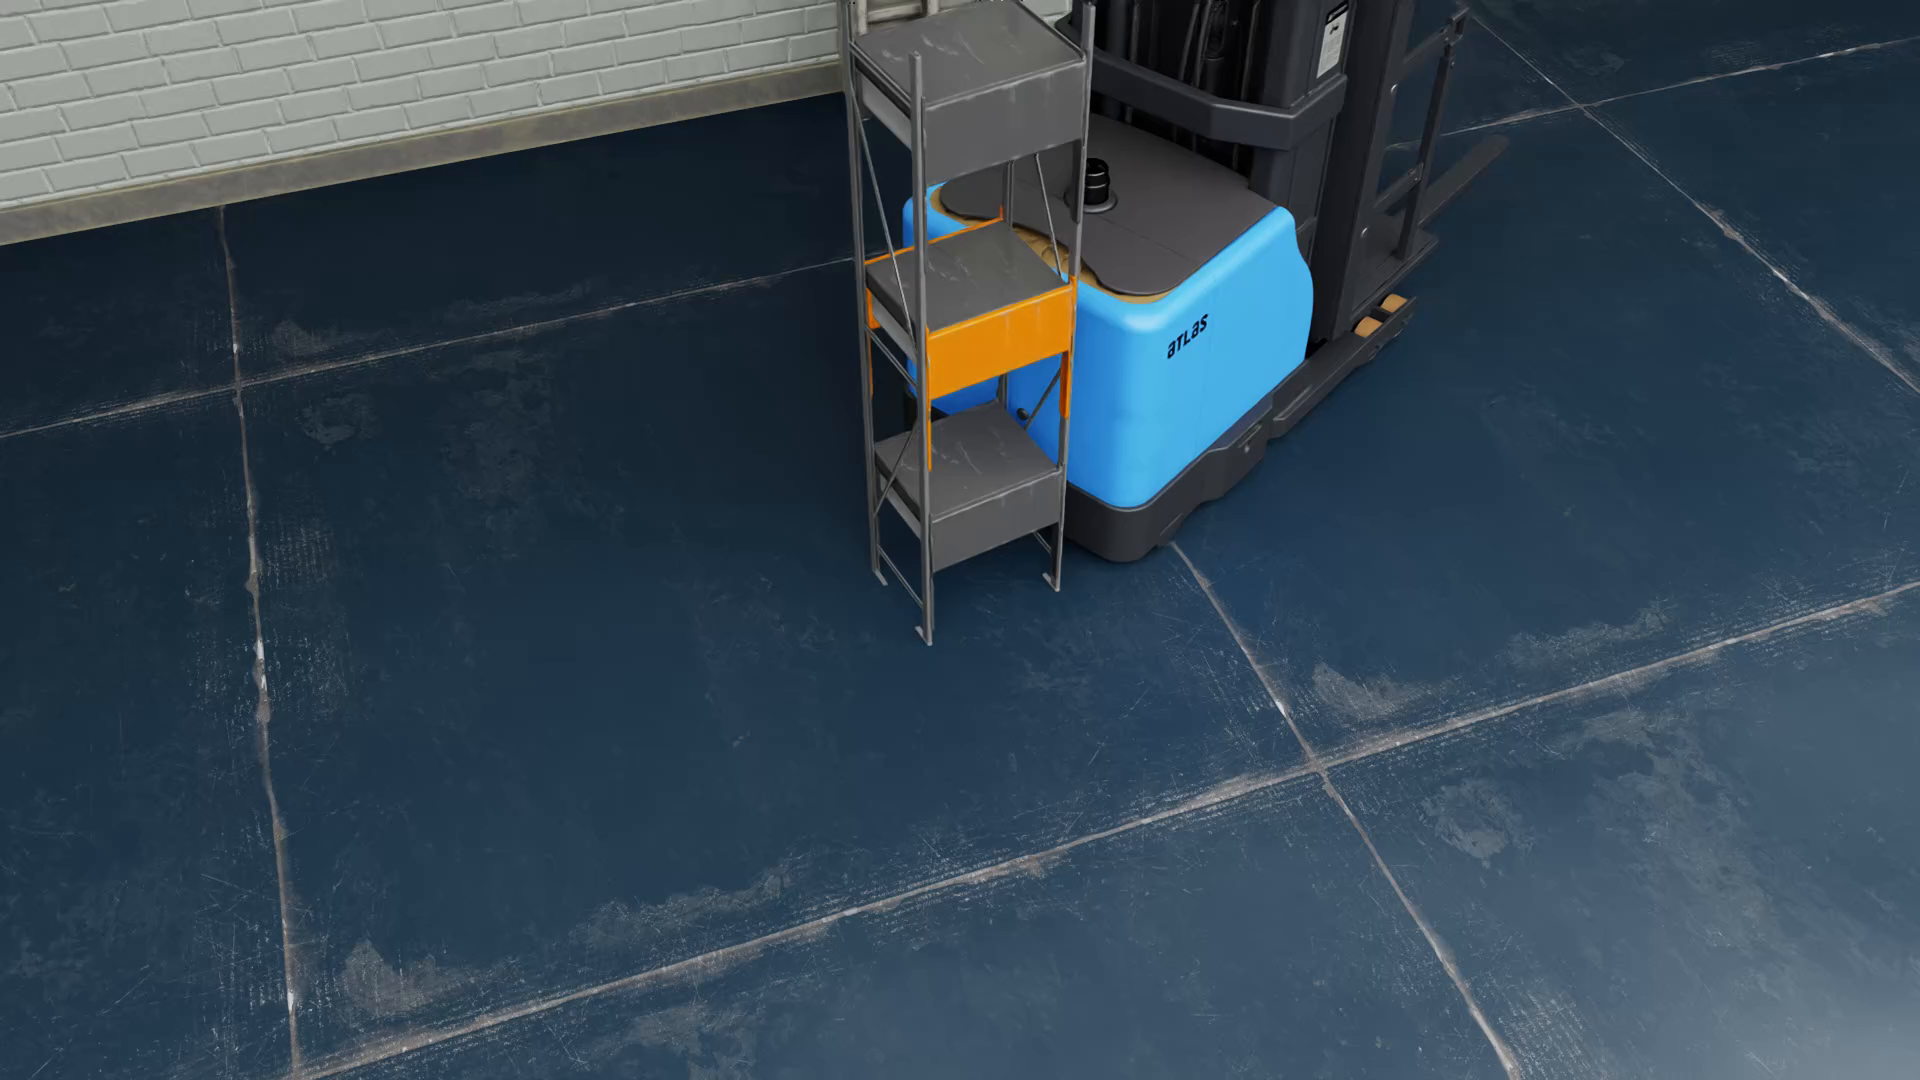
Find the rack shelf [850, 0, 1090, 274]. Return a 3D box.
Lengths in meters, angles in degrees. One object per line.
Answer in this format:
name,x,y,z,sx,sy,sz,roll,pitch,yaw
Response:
rack shelf,0.017,-1.089,4.384,0.480,0.518,0.431,-22,49,-20

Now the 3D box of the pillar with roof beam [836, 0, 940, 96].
pillar with roof beam,1.134,-2.403,1.791,0.400,9.000,9.100,-14,47,-14

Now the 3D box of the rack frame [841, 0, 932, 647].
rack frame,-0.196,-0.519,4.785,0.015,2.100,0.400,-22,49,-20

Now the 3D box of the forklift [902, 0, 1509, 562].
forklift,1.133,-1.936,5.610,1.130,2.935,3.031,31,53,27

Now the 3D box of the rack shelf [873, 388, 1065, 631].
rack shelf,0.017,-0.100,5.375,0.480,0.518,0.431,-22,49,-20

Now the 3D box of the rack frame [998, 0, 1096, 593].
rack frame,0.229,-0.689,4.955,0.015,2.100,0.400,-22,49,-20

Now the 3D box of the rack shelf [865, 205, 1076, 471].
rack shelf,0.017,-0.594,4.879,0.480,0.518,0.431,-22,49,-20

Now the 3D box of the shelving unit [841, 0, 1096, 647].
shelving unit,0.017,-0.604,4.870,0.503,2.100,0.431,-22,49,-20
